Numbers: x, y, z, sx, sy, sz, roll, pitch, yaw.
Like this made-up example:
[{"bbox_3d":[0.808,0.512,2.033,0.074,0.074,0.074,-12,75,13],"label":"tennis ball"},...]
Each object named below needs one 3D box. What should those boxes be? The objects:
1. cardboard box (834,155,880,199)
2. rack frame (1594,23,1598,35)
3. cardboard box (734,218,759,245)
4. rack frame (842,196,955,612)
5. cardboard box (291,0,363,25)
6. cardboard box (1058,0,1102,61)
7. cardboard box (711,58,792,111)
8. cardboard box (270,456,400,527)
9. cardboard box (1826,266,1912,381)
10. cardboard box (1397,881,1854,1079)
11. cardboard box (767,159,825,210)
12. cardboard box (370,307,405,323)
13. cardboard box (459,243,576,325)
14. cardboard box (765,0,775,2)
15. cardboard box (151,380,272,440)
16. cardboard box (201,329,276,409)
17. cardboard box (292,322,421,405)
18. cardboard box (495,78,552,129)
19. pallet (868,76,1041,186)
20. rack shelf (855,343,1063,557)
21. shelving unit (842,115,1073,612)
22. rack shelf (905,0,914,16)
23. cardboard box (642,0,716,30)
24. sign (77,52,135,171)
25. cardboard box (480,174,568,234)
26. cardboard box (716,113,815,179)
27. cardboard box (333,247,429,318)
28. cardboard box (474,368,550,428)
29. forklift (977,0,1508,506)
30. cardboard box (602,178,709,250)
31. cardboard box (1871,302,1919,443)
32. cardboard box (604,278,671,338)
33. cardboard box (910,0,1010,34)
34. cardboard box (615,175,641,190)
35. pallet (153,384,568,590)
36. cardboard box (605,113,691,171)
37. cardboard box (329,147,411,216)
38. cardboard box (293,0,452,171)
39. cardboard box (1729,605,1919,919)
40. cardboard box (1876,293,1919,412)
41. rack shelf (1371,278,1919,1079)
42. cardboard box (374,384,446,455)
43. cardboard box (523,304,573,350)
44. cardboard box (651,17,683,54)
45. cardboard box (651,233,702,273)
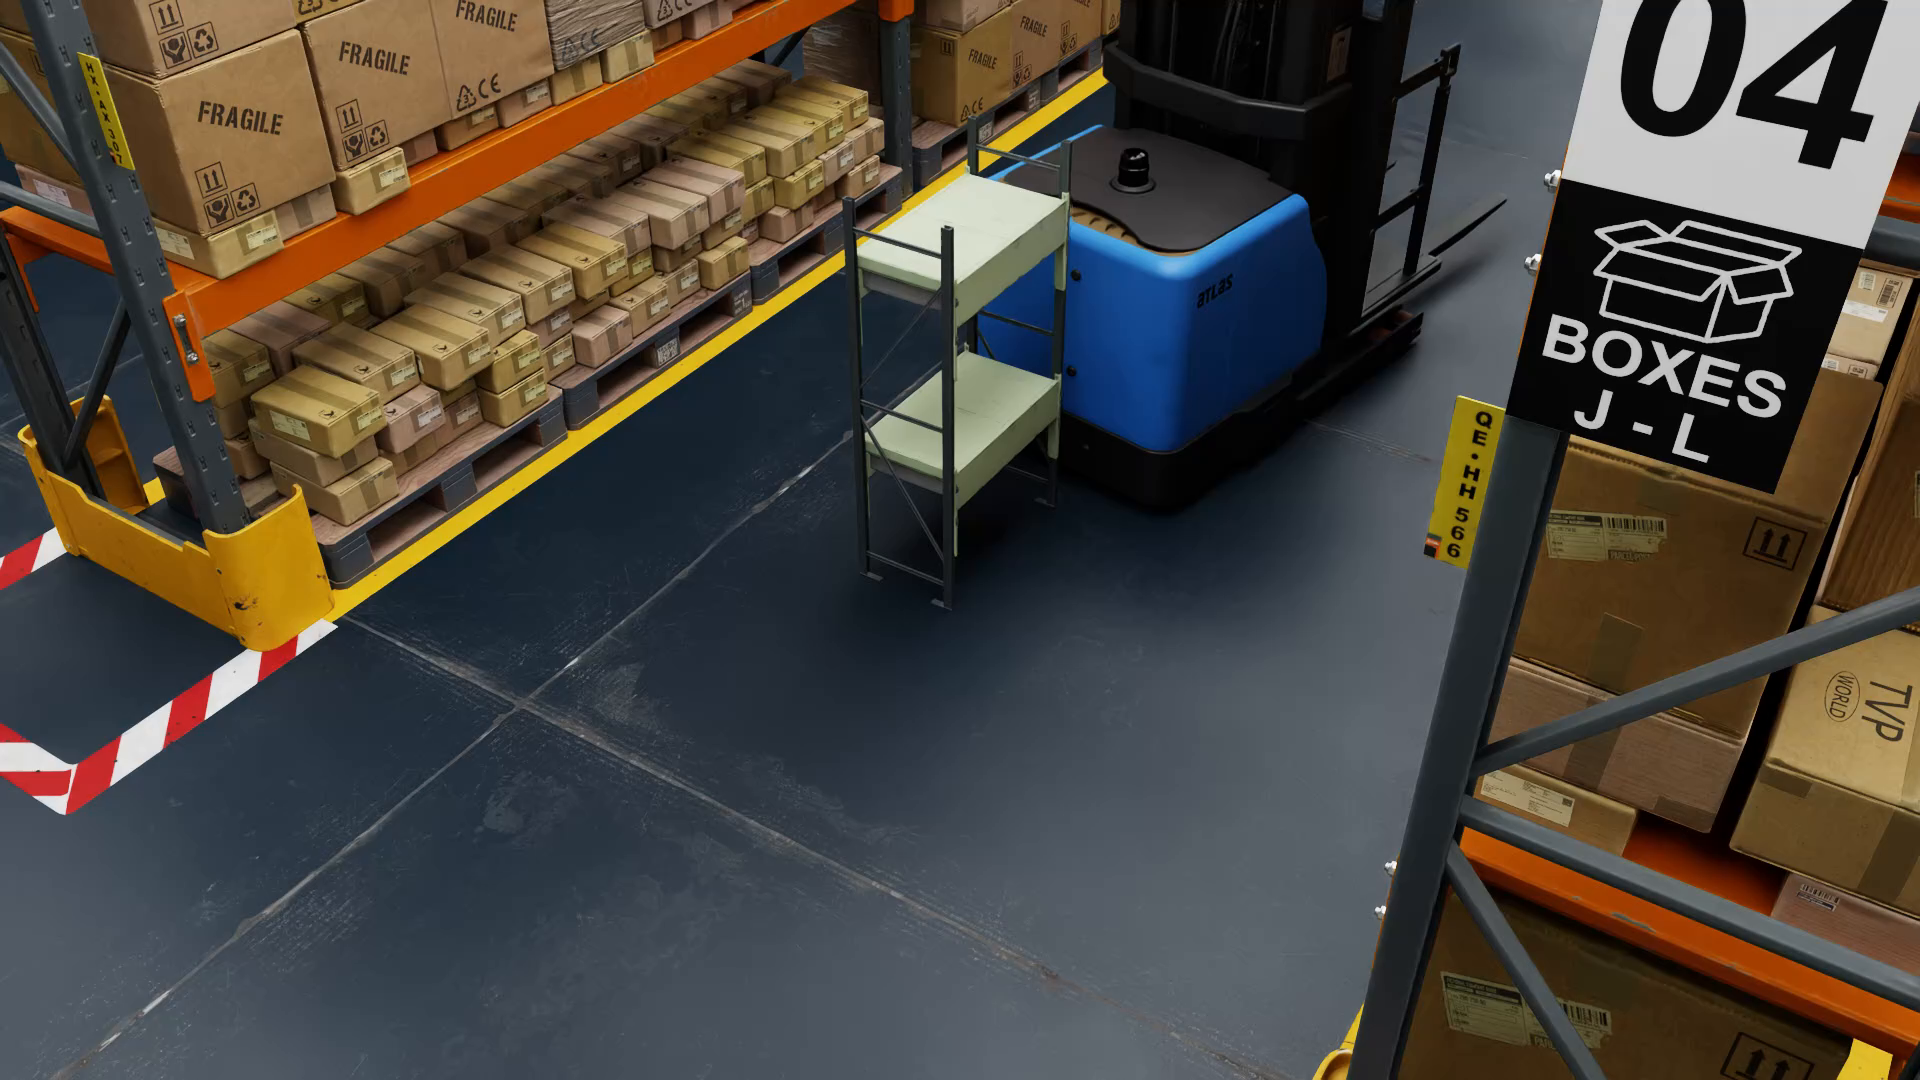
[{"bbox_3d":[-0.616,-1.811,8.134,0.380,0.149,0.250,22,43,26],"label":"cardboard box"},{"bbox_3d":[1.297,-1.727,1.120,1.000,3.000,0.127,21,42,25],"label":"rack frame"},{"bbox_3d":[-1.157,-1.452,7.667,0.380,0.149,0.250,20,42,24],"label":"cardboard box"},{"bbox_3d":[-0.193,-0.409,5.552,0.400,1.500,0.023,21,42,25],"label":"rack frame"},{"bbox_3d":[-2.107,-1.986,5.225,0.500,0.500,0.500,22,43,26],"label":"cardboard box"},{"bbox_3d":[0.478,-3.106,9.526,0.500,0.500,0.500,22,43,26],"label":"cardboard box"},{"bbox_3d":[-1.053,-2.251,8.217,0.380,0.149,0.250,23,43,27],"label":"cardboard box"},{"bbox_3d":[-2.286,-0.228,6.081,0.380,0.149,0.250,22,43,26],"label":"cardboard box"},{"bbox_3d":[2.153,-0.540,4.373,0.500,0.250,0.500,21,42,25],"label":"cardboard box"},{"bbox_3d":[1.573,0.968,3.934,0.875,0.875,0.875,21,42,25],"label":"cardboard box"},{"bbox_3d":[-0.857,-1.689,7.732,0.380,0.149,0.250,20,42,24],"label":"cardboard box"},{"bbox_3d":[-2.287,-0.920,6.734,0.380,0.149,0.250,21,42,25],"label":"cardboard box"},{"bbox_3d":[-1.760,-1.022,6.623,0.380,0.149,0.250,23,43,27],"label":"cardboard box"},{"bbox_3d":[-0.889,-2.478,7.213,0.380,0.149,0.250,23,43,27],"label":"cardboard box"},{"bbox_3d":[-2.795,-0.546,6.249,0.380,0.149,0.250,20,42,24],"label":"cardboard box"},{"bbox_3d":[-2.767,-0.654,6.146,0.380,0.149,0.250,22,43,26],"label":"cardboard box"},{"bbox_3d":[-2.223,-0.639,6.126,0.380,0.149,0.250,22,43,26],"label":"cardboard box"},{"bbox_3d":[-1.750,-1.680,6.178,0.380,0.149,0.250,20,42,24],"label":"cardboard box"},{"bbox_3d":[-0.278,-2.385,9.171,1.003,0.211,1.213,21,42,25],"label":"pallet"},{"bbox_3d":[0.004,-0.339,5.996,0.431,0.370,0.720,21,42,25],"label":"rack shelf"},{"bbox_3d":[0.004,-0.597,5.797,0.431,1.500,0.755,21,42,25],"label":"shelving unit"},{"bbox_3d":[0.378,-3.834,9.356,1.077,0.370,4.000,21,42,25],"label":"rack shelf"},{"bbox_3d":[-1.261,-2.380,6.555,0.500,0.500,0.500,21,42,25],"label":"cardboard box"},{"bbox_3d":[-2.378,-1.191,4.629,0.100,0.325,0.005,21,42,25],"label":"sign"},{"bbox_3d":[-1.912,-1.454,7.183,0.380,0.149,0.250,21,42,25],"label":"cardboard box"},{"bbox_3d":[-0.895,-1.817,7.654,0.380,0.149,0.250,21,42,25],"label":"cardboard box"},{"bbox_3d":[-2.360,-1.053,6.663,0.380,0.149,0.250,19,42,23],"label":"cardboard box"},{"bbox_3d":[-1.858,-0.616,6.584,0.380,0.149,0.250,22,43,26],"label":"cardboard box"},{"bbox_3d":[1.388,-2.106,6.581,1.130,2.935,3.031,29,46,32],"label":"forklift"},{"bbox_3d":[-1.301,-1.396,7.107,0.380,0.149,0.250,20,42,24],"label":"cardboard box"},{"bbox_3d":[2.323,-0.393,3.567,0.500,0.500,0.500,20,42,24],"label":"cardboard box"},{"bbox_3d":[-1.468,-1.030,7.121,0.380,0.149,0.250,21,42,25],"label":"cardboard box"},{"bbox_3d":[-0.075,-2.856,8.587,0.500,0.250,0.500,19,42,23],"label":"cardboard box"},{"bbox_3d":[-1.632,-1.591,7.605,0.380,0.149,0.250,23,43,27],"label":"cardboard box"},{"bbox_3d":[-2.331,-0.368,6.554,1.003,0.211,1.213,21,42,25],"label":"pallet"},{"bbox_3d":[-1.465,-1.840,7.684,0.380,0.149,0.250,20,42,24],"label":"cardboard box"},{"bbox_3d":[-2.095,-1.252,5.623,0.380,0.149,0.250,20,42,24],"label":"cardboard box"},{"bbox_3d":[-2.097,-1.608,5.554,0.500,0.500,0.500,21,42,25],"label":"cardboard box"},{"bbox_3d":[1.783,0.431,3.113,0.500,0.250,0.500,20,42,24],"label":"cardboard box"},{"bbox_3d":[2.603,-0.368,4.149,0.500,0.250,0.500,20,42,24],"label":"cardboard box"},{"bbox_3d":[2.369,-0.097,4.509,1.077,0.370,4.000,21,42,25],"label":"rack shelf"},{"bbox_3d":[-2.145,-0.490,6.176,0.380,0.149,0.250,21,42,25],"label":"cardboard box"},{"bbox_3d":[-1.797,-0.909,6.720,0.380,0.149,0.250,19,42,23],"label":"cardboard box"},{"bbox_3d":[-1.349,-2.089,6.709,0.380,0.149,0.250,21,42,24],"label":"cardboard box"},{"bbox_3d":[-1.355,-1.323,7.256,0.380,0.149,0.250,19,42,23],"label":"cardboard box"}]
